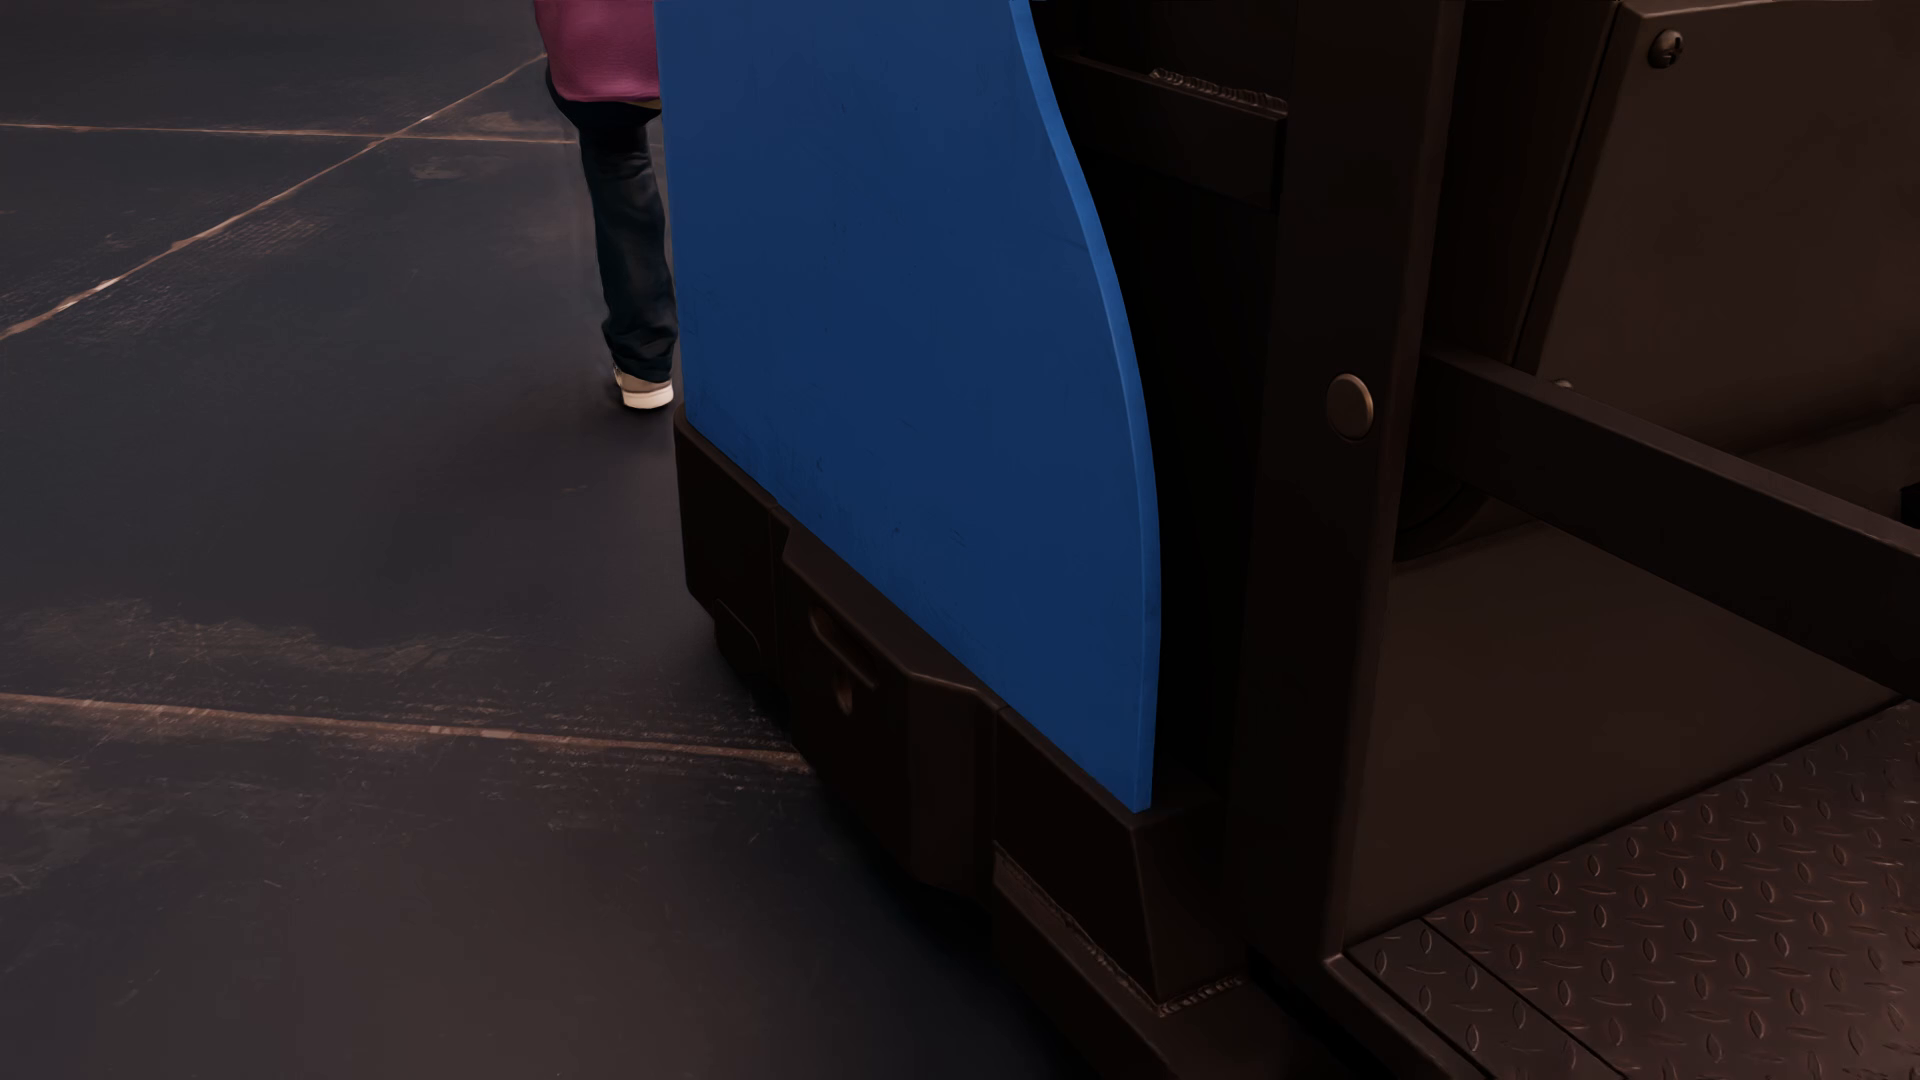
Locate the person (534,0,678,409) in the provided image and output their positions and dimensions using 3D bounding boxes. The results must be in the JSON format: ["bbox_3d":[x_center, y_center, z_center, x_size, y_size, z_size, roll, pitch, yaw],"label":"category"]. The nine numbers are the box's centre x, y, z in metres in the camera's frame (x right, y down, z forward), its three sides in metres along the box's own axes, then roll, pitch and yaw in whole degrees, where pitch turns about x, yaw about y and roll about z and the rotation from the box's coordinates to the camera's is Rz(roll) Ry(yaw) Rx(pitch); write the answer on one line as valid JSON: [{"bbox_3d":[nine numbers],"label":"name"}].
[{"bbox_3d":[-0.495,-0.843,2.614,0.922,1.449,0.553,2,27,3],"label":"person"}]

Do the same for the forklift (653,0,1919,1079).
[{"bbox_3d":[0.812,-0.750,0.720,1.130,2.935,3.031,-15,30,-27],"label":"forklift"}]
